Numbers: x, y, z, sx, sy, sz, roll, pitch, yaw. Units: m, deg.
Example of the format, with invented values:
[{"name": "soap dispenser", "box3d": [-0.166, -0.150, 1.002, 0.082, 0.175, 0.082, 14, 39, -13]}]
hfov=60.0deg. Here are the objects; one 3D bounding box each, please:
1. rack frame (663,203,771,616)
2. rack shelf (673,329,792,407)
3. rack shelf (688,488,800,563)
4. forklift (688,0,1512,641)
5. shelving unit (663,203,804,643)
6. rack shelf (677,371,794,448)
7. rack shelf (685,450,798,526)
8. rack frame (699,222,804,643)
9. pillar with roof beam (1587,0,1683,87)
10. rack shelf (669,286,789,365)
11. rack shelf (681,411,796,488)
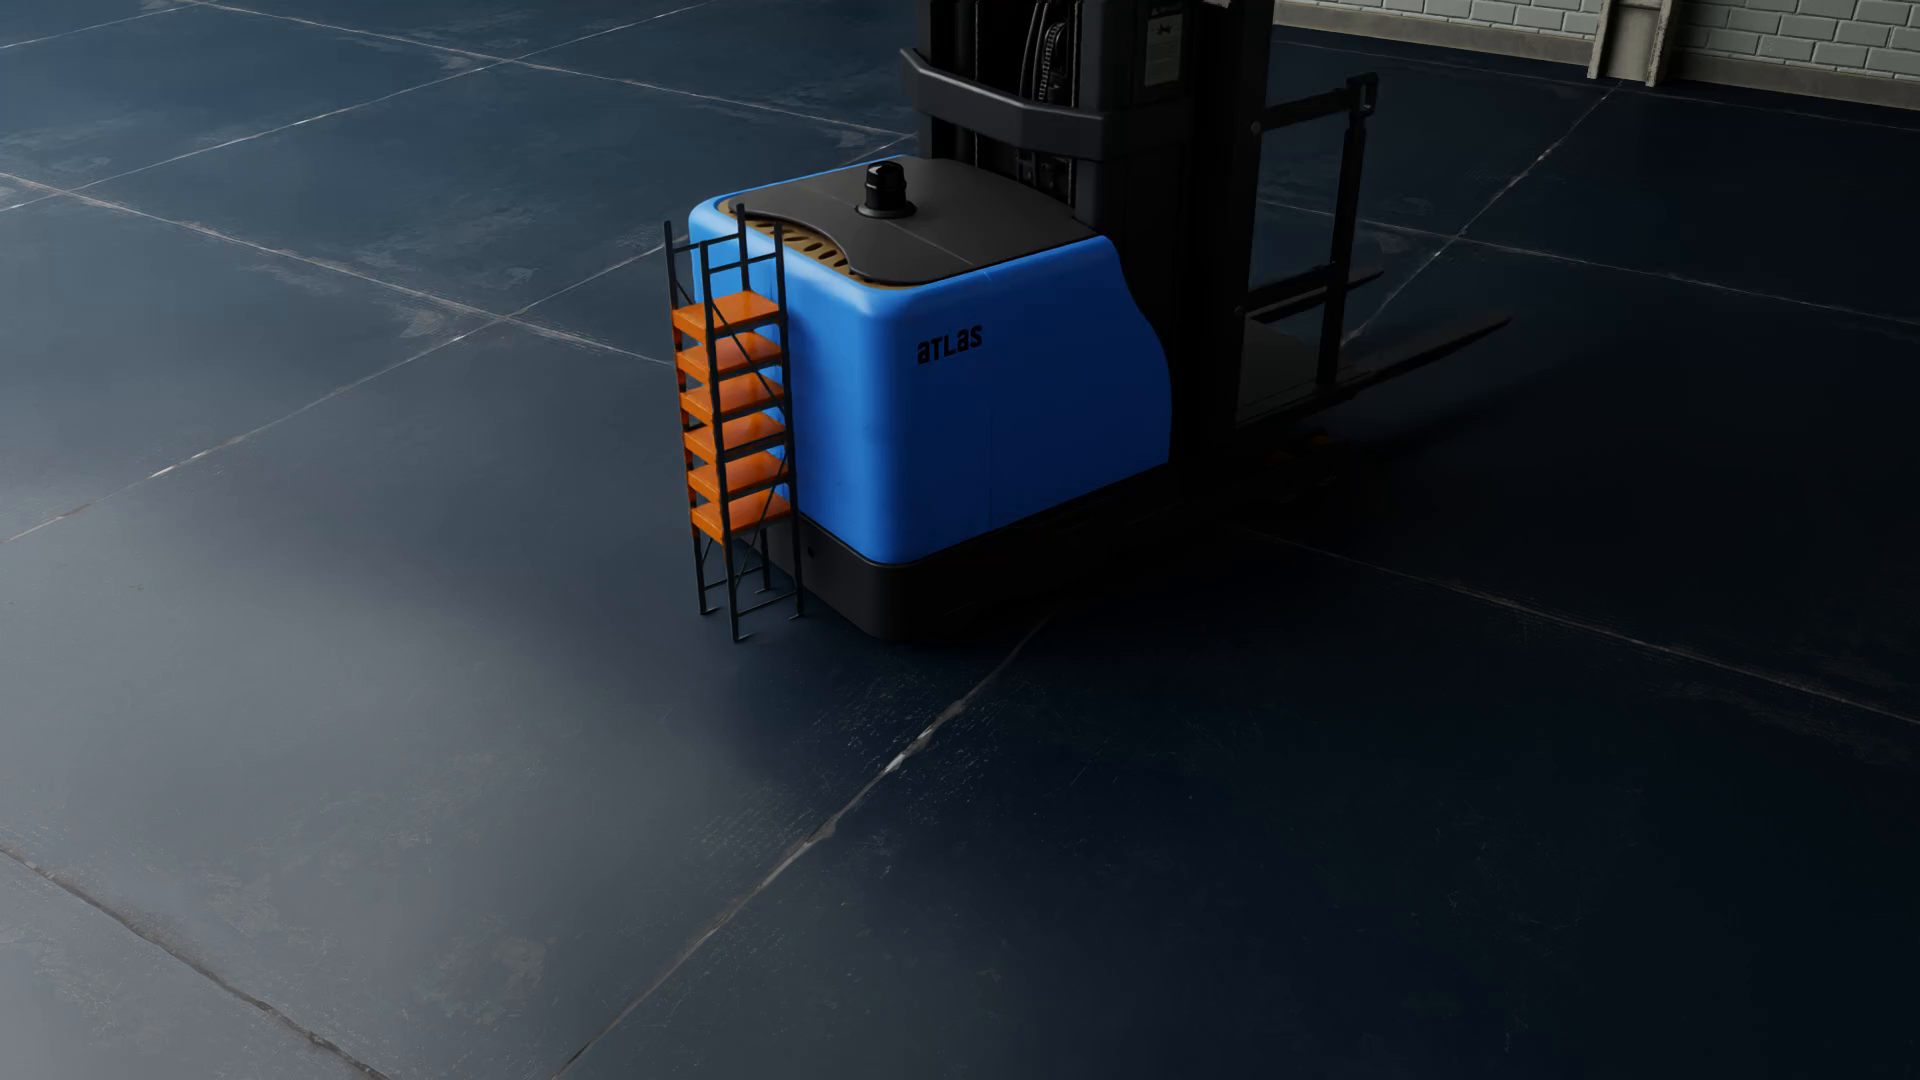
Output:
[{"name": "rack frame", "box3d": [-0.666, -0.334, 4.632, 0.240, 1.200, 0.006, -21, 36, -32]}, {"name": "rack shelf", "box3d": [-0.610, -0.467, 4.471, 0.258, 0.103, 0.180, -21, 36, -32]}, {"name": "rack shelf", "box3d": [-0.610, -0.052, 4.713, 0.258, 0.103, 0.180, -21, 36, -32]}, {"name": "forklift", "box3d": [0.676, -1.577, 5.045, 3.031, 2.935, 1.130, -21, 36, -32]}, {"name": "shelving unit", "box3d": [-0.610, -0.298, 4.570, 0.258, 1.200, 0.189, -21, 36, -32]}, {"name": "rack shelf", "box3d": [-0.610, -0.363, 4.532, 0.258, 0.103, 0.180, -21, 36, -32]}, {"name": "rack shelf", "box3d": [-0.610, -0.156, 4.653, 0.258, 0.103, 0.180, -21, 36, -32]}, {"name": "rack frame", "box3d": [-0.554, -0.262, 4.507, 0.240, 1.200, 0.006, -21, 36, -32]}, {"name": "pillar with roof beam", "box3d": [1.744, -4.853, 4.638, 0.400, 9.000, 9.100, 18, 35, 27]}, {"name": "rack shelf", "box3d": [-0.610, -0.570, 4.411, 0.258, 0.103, 0.180, -21, 36, -32]}, {"name": "rack shelf", "box3d": [-0.610, -0.260, 4.592, 0.258, 0.103, 0.180, -21, 36, -32]}]
